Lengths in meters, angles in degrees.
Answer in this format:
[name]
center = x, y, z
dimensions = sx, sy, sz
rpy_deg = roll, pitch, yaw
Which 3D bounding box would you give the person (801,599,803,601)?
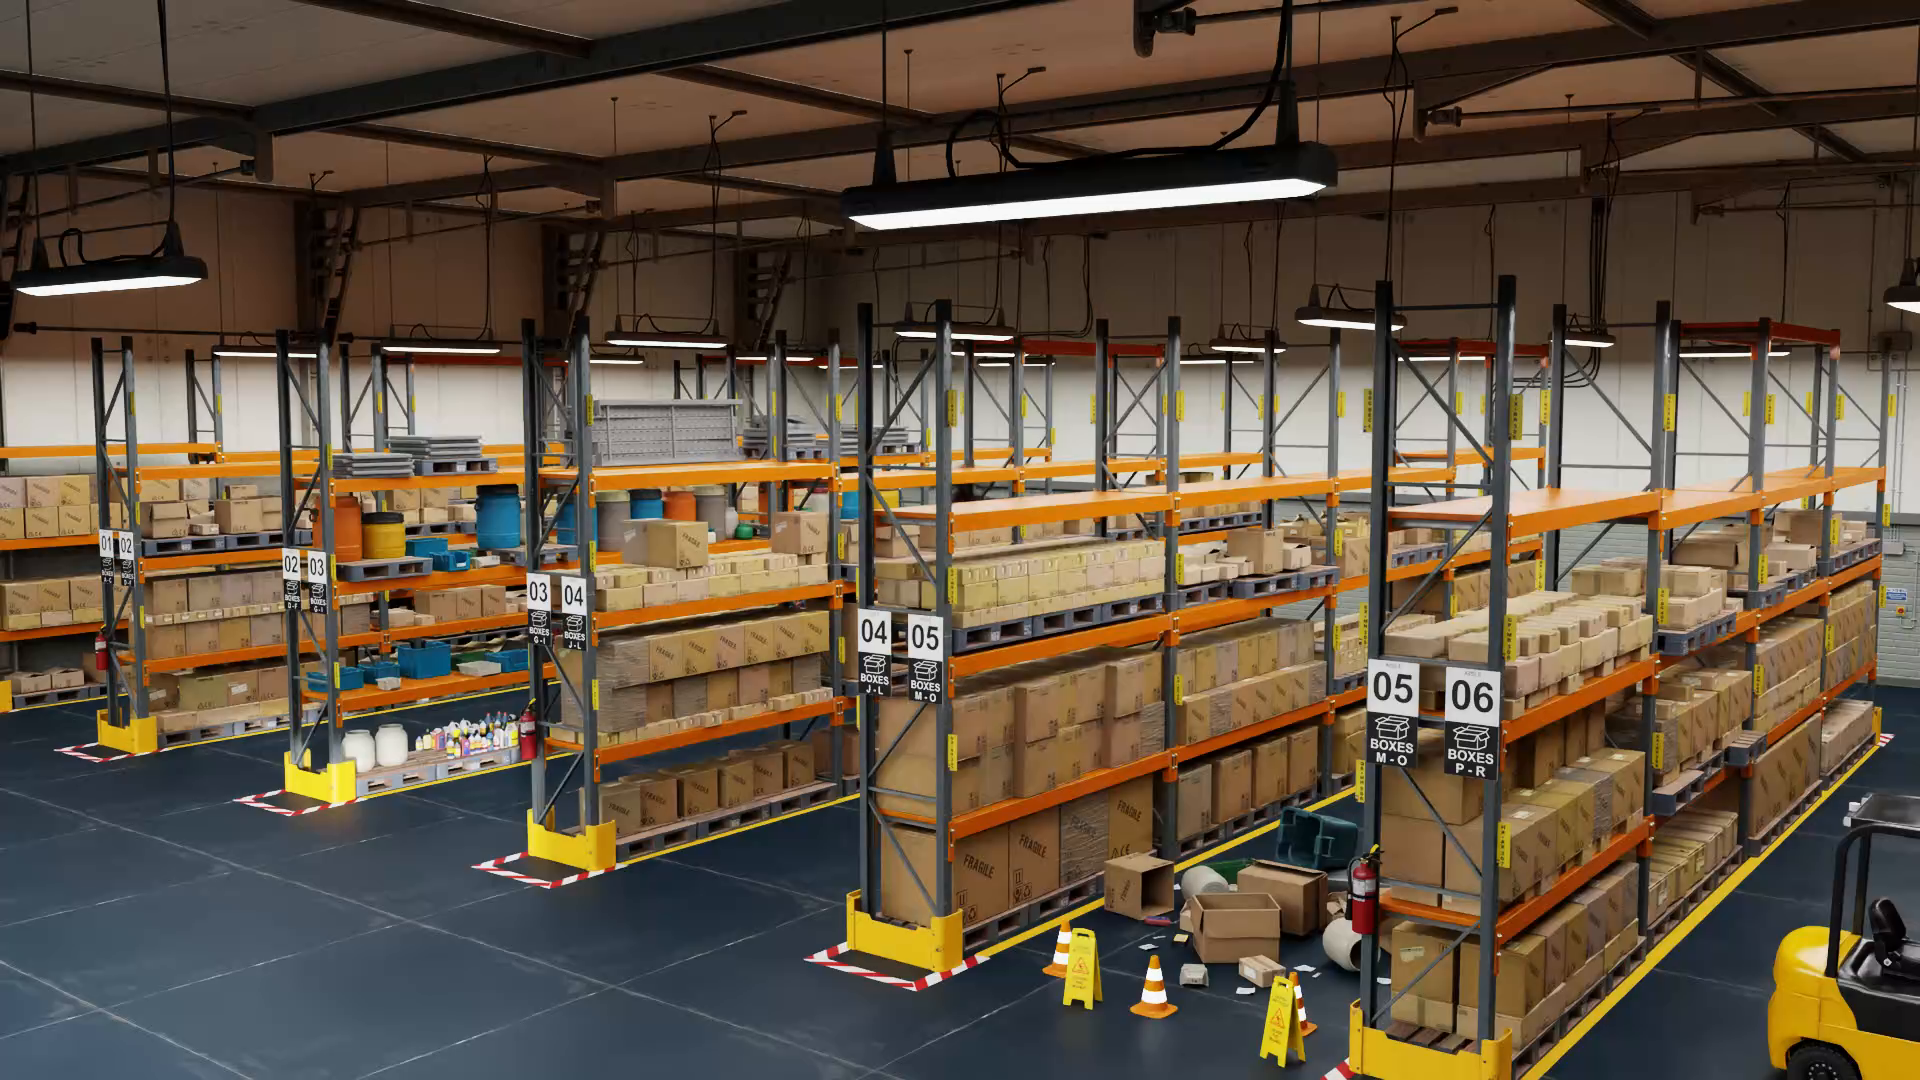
[person]
center = -3.489, 0.888, 39.872
dimensions = 0.493, 1.629, 0.973
rpy_deg = -3, 6, -33
